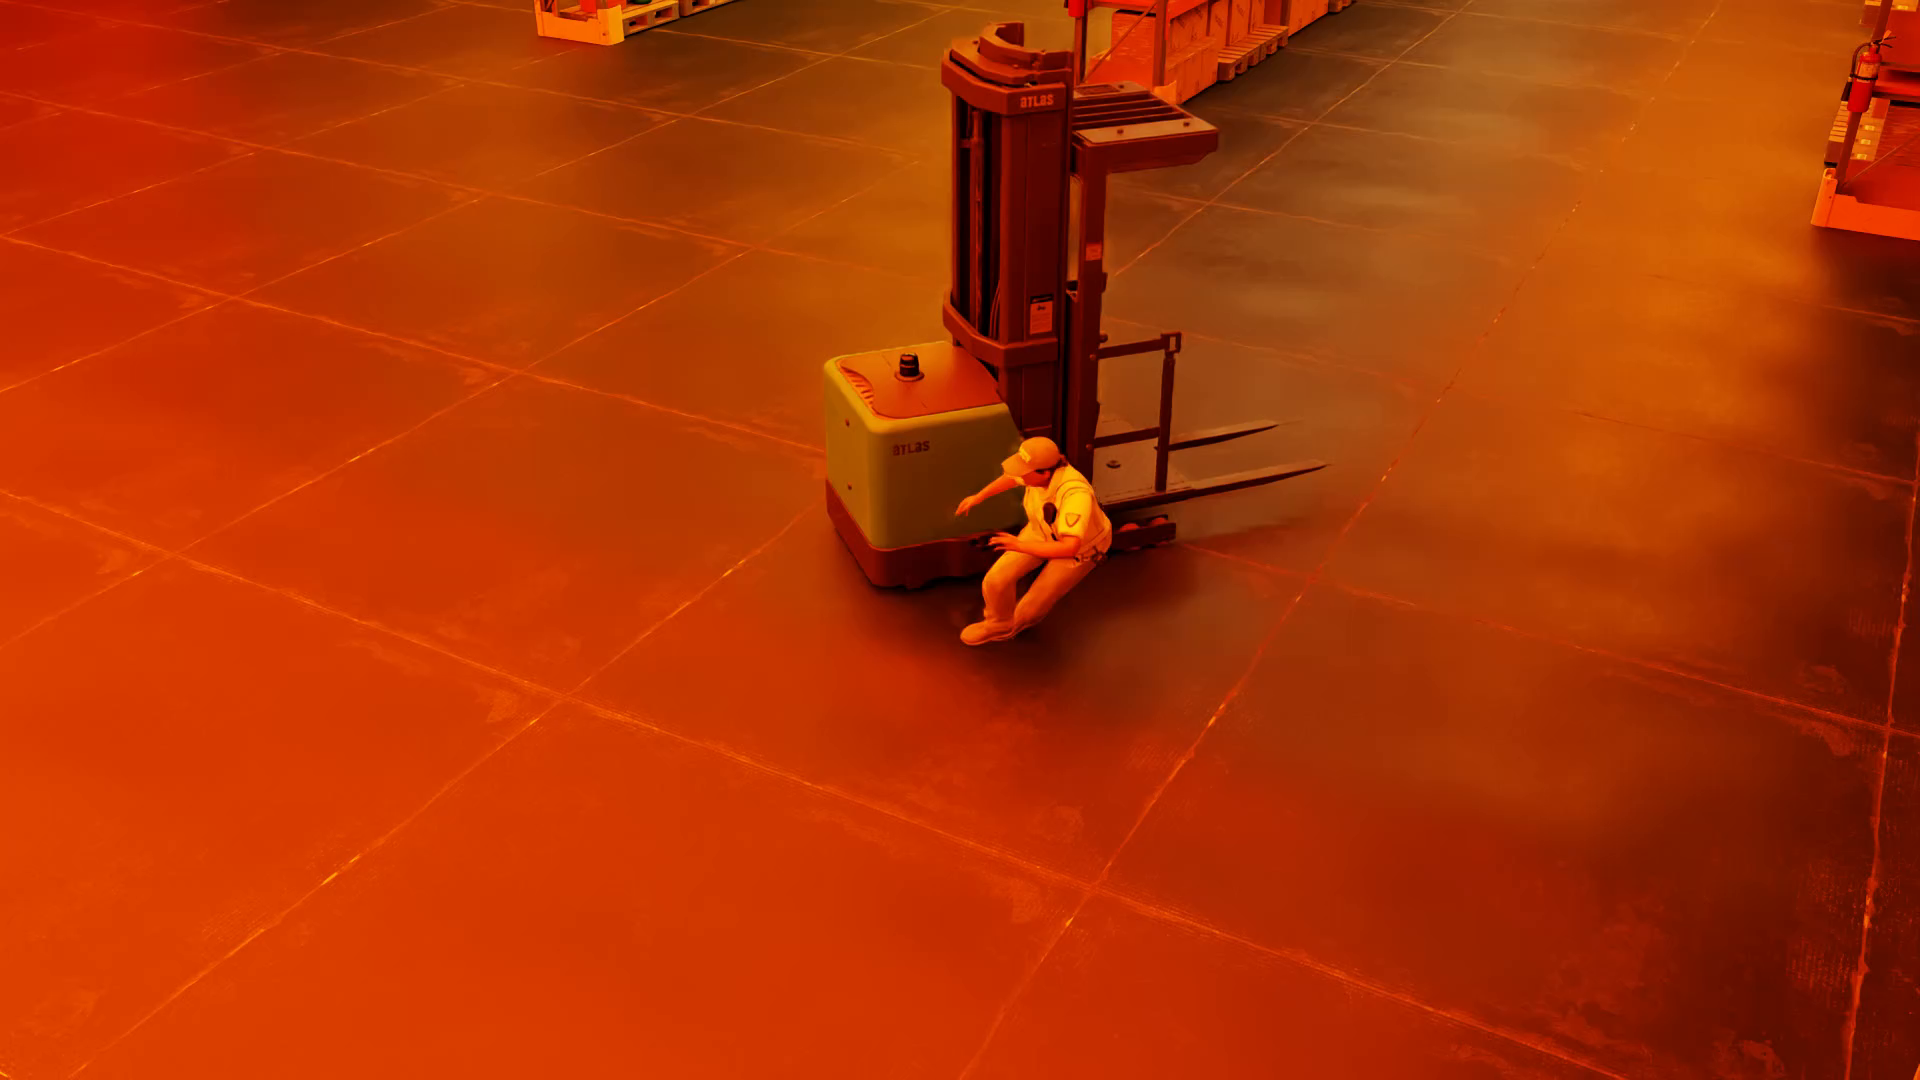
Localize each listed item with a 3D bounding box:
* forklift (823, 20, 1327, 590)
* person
[{"bbox_3d":[0.759,-1.437,9.560,3.031,2.935,1.130,-11,32,-18],"label":"forklift"},{"bbox_3d":[0.339,0.064,8.485,0.913,1.443,0.867,23,37,35],"label":"person"}]
